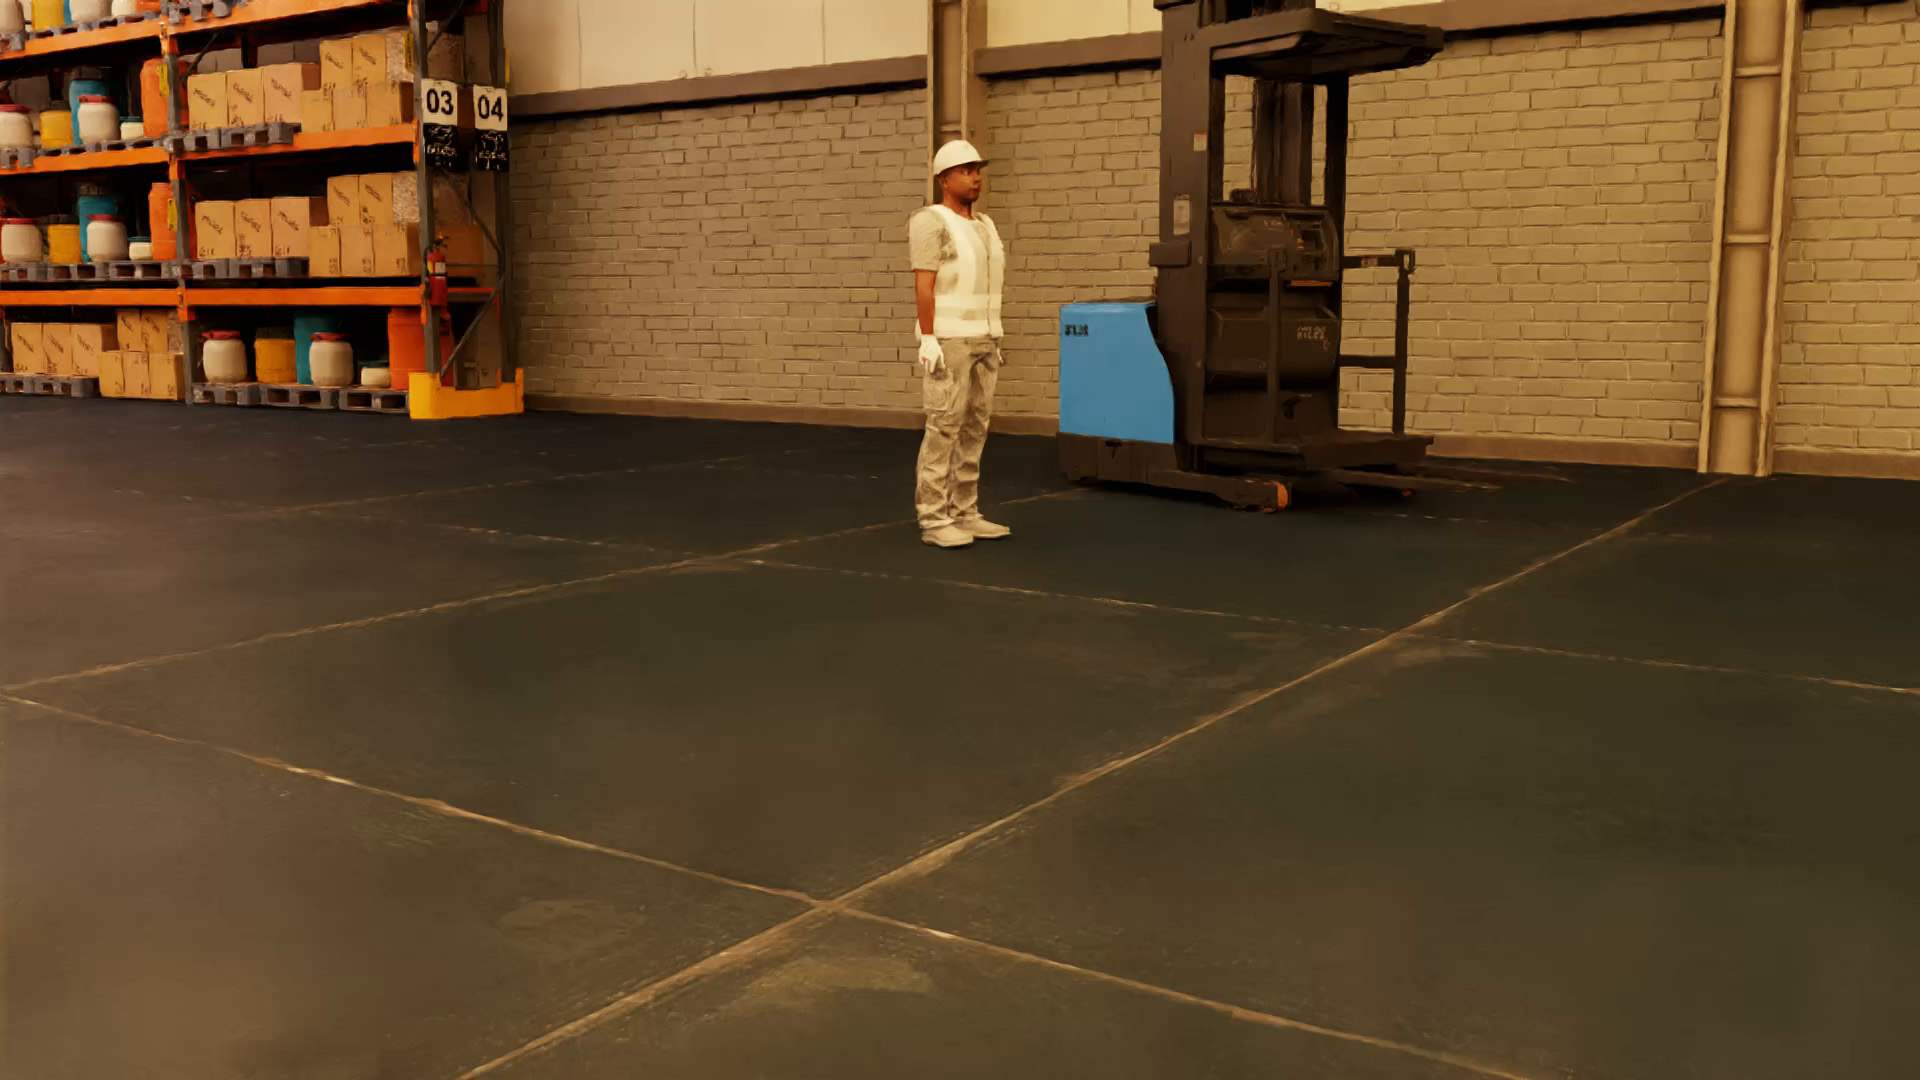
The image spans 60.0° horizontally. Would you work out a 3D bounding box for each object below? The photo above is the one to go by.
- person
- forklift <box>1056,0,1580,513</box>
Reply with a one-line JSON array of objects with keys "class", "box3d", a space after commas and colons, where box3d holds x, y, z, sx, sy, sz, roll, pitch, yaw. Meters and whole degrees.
[{"class": "person", "box3d": [0.012, -0.884, 7.471, 0.365, 1.790, 0.546, 5, 10, 34]}, {"class": "forklift", "box3d": [1.848, -1.664, 8.896, 1.130, 2.935, 3.031, -6, 10, -36]}]
